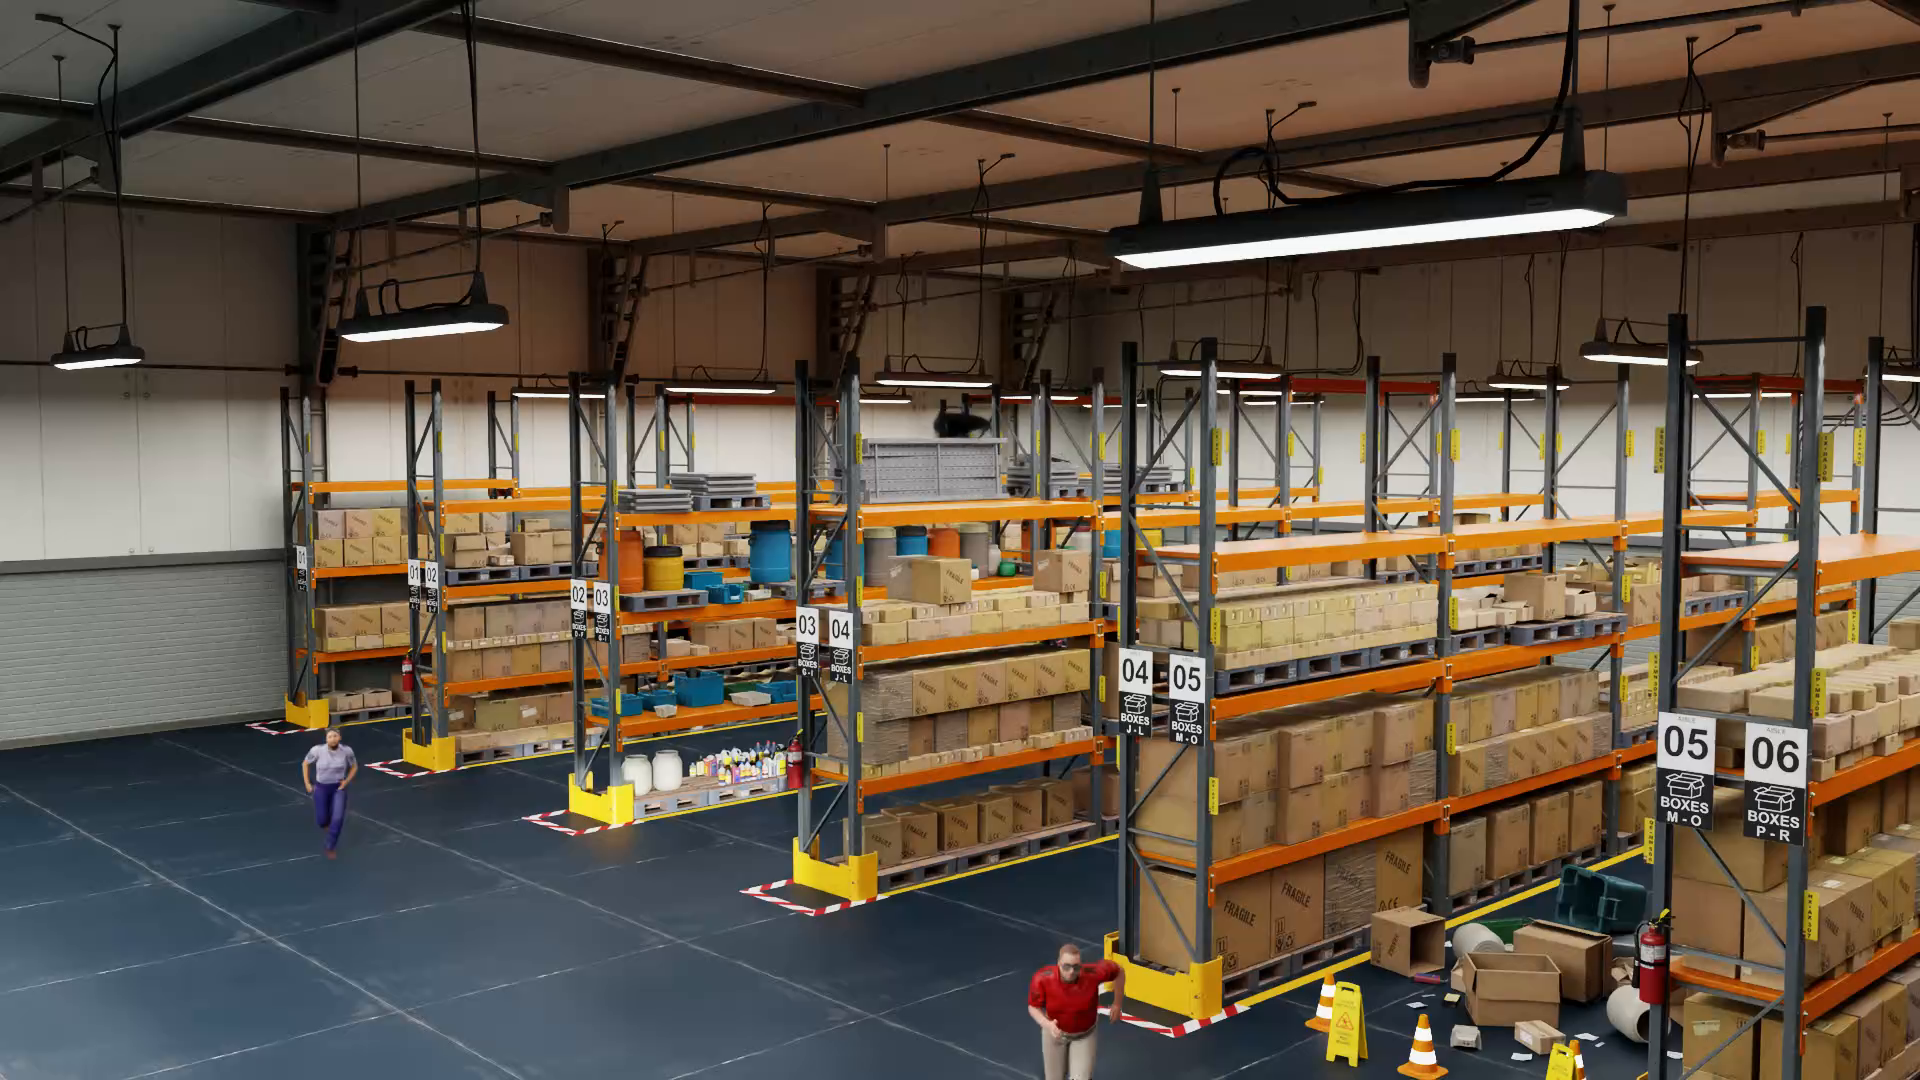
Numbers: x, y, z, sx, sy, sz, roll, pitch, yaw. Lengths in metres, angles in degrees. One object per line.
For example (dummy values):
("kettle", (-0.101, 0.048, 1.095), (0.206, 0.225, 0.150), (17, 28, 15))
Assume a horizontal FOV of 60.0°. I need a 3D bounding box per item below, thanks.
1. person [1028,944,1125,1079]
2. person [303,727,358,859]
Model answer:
("person", (0.841, 3.616, 12.007), (0.700, 1.557, 0.912), (0, 4, 5))
("person", (-7.730, 3.085, 20.440), (0.637, 1.612, 0.668), (-1, 4, -21))
